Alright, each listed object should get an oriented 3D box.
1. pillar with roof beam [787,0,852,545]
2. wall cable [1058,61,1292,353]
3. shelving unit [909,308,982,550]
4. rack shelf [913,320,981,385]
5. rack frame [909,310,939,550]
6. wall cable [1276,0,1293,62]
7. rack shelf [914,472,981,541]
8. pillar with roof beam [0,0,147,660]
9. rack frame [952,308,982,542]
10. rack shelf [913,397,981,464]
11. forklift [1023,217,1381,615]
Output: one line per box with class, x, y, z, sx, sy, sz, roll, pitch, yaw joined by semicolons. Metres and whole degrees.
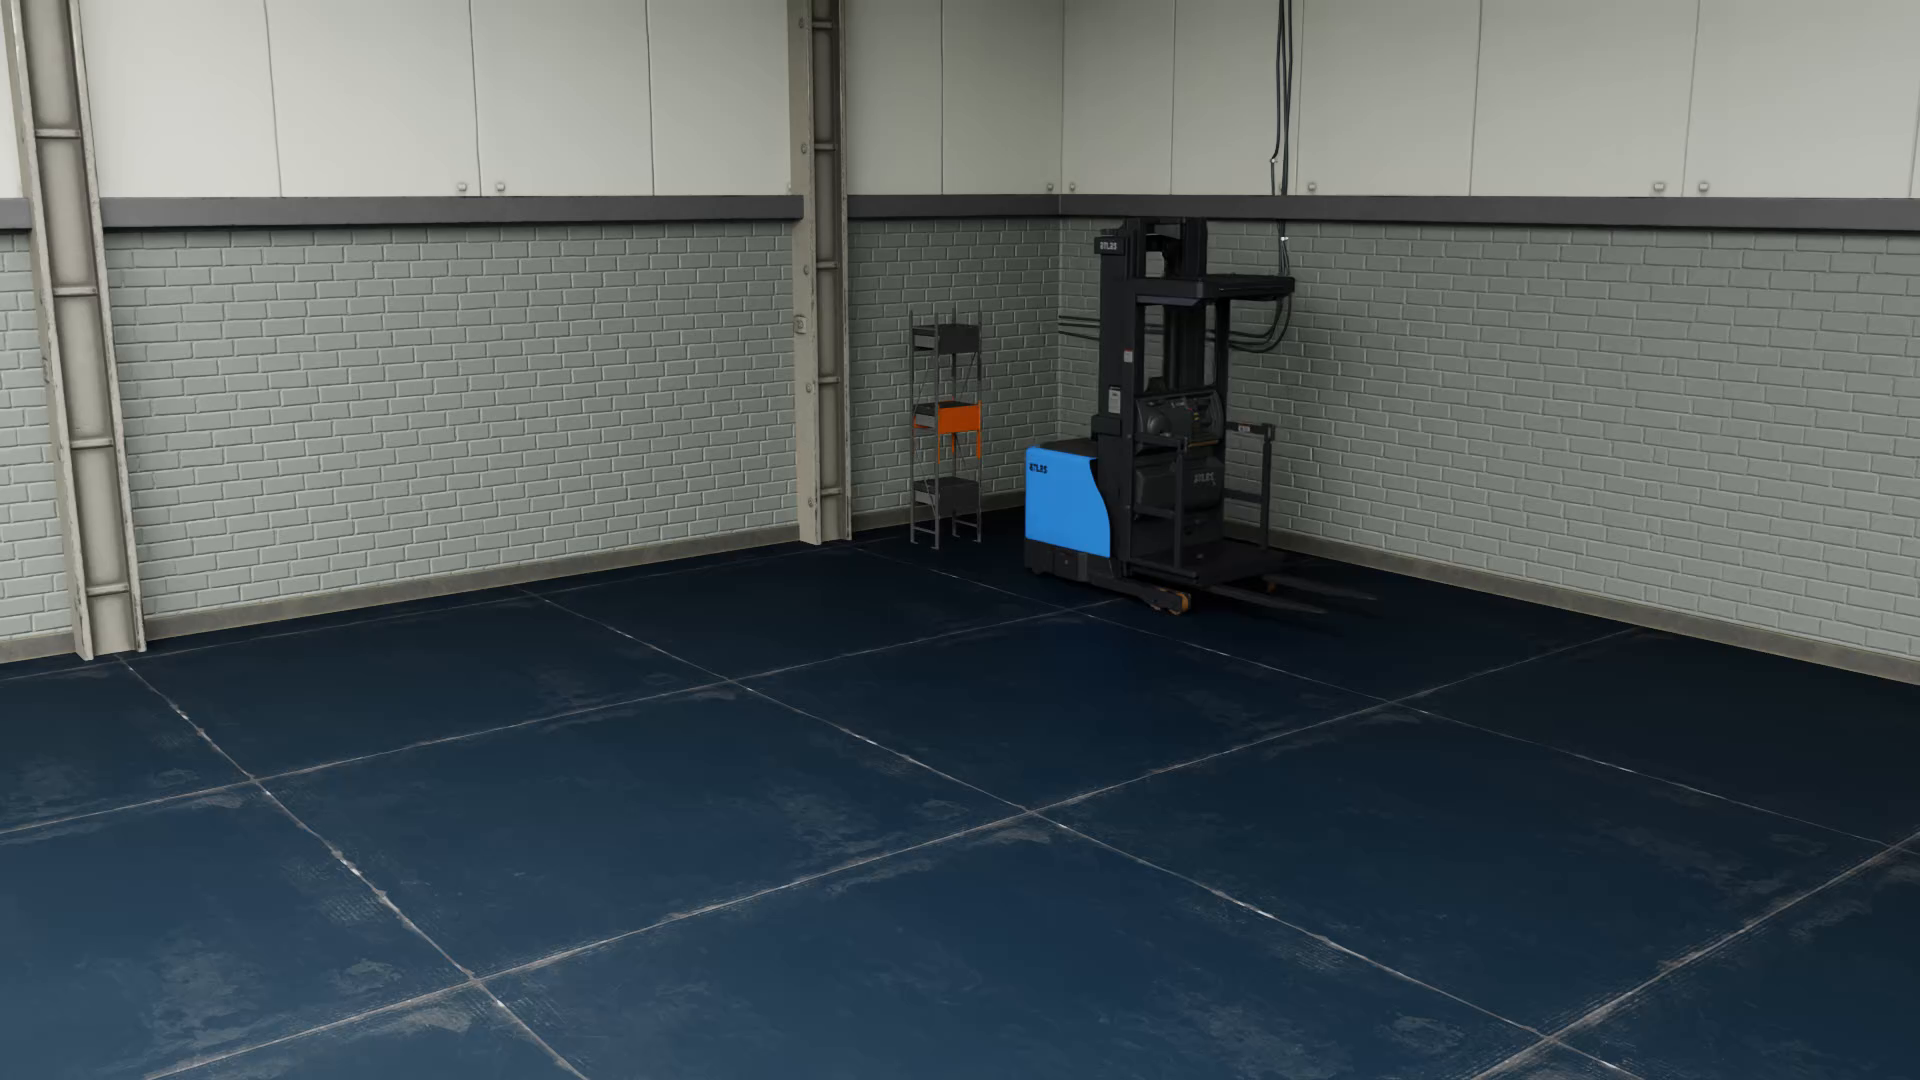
pillar with roof beam;1.450;-3.708;11.050;0.400;9.000;9.100;-9;15;-38
wall cable;1.888;-3.056;15.451;0.112;2.526;3.097;-9;15;-38
shelving unit;-0.129;-1.006;14.931;0.503;2.100;0.431;-9;15;-38
rack shelf;-0.129;-1.677;14.788;0.480;0.518;0.431;-9;15;-38
rack frame;-0.320;-0.974;14.782;0.015;2.100;0.400;-9;15;-38
wall cable;3.578;-5.087;12.860;0.112;2.526;3.097;-9;15;-38
rack shelf;-0.129;-0.308;15.079;0.480;0.518;0.431;-9;15;-38
pillar with roof beam;-3.235;-2.930;7.383;0.400;9.000;9.100;-9;15;-38
rack frame;0.061;-1.037;15.080;0.015;2.100;0.400;-9;15;-38
rack shelf;-0.129;-0.992;14.934;0.480;0.518;0.431;-9;15;-38
forklift;1.855;-0.986;12.836;1.130;2.935;3.031;-10;15;-39
